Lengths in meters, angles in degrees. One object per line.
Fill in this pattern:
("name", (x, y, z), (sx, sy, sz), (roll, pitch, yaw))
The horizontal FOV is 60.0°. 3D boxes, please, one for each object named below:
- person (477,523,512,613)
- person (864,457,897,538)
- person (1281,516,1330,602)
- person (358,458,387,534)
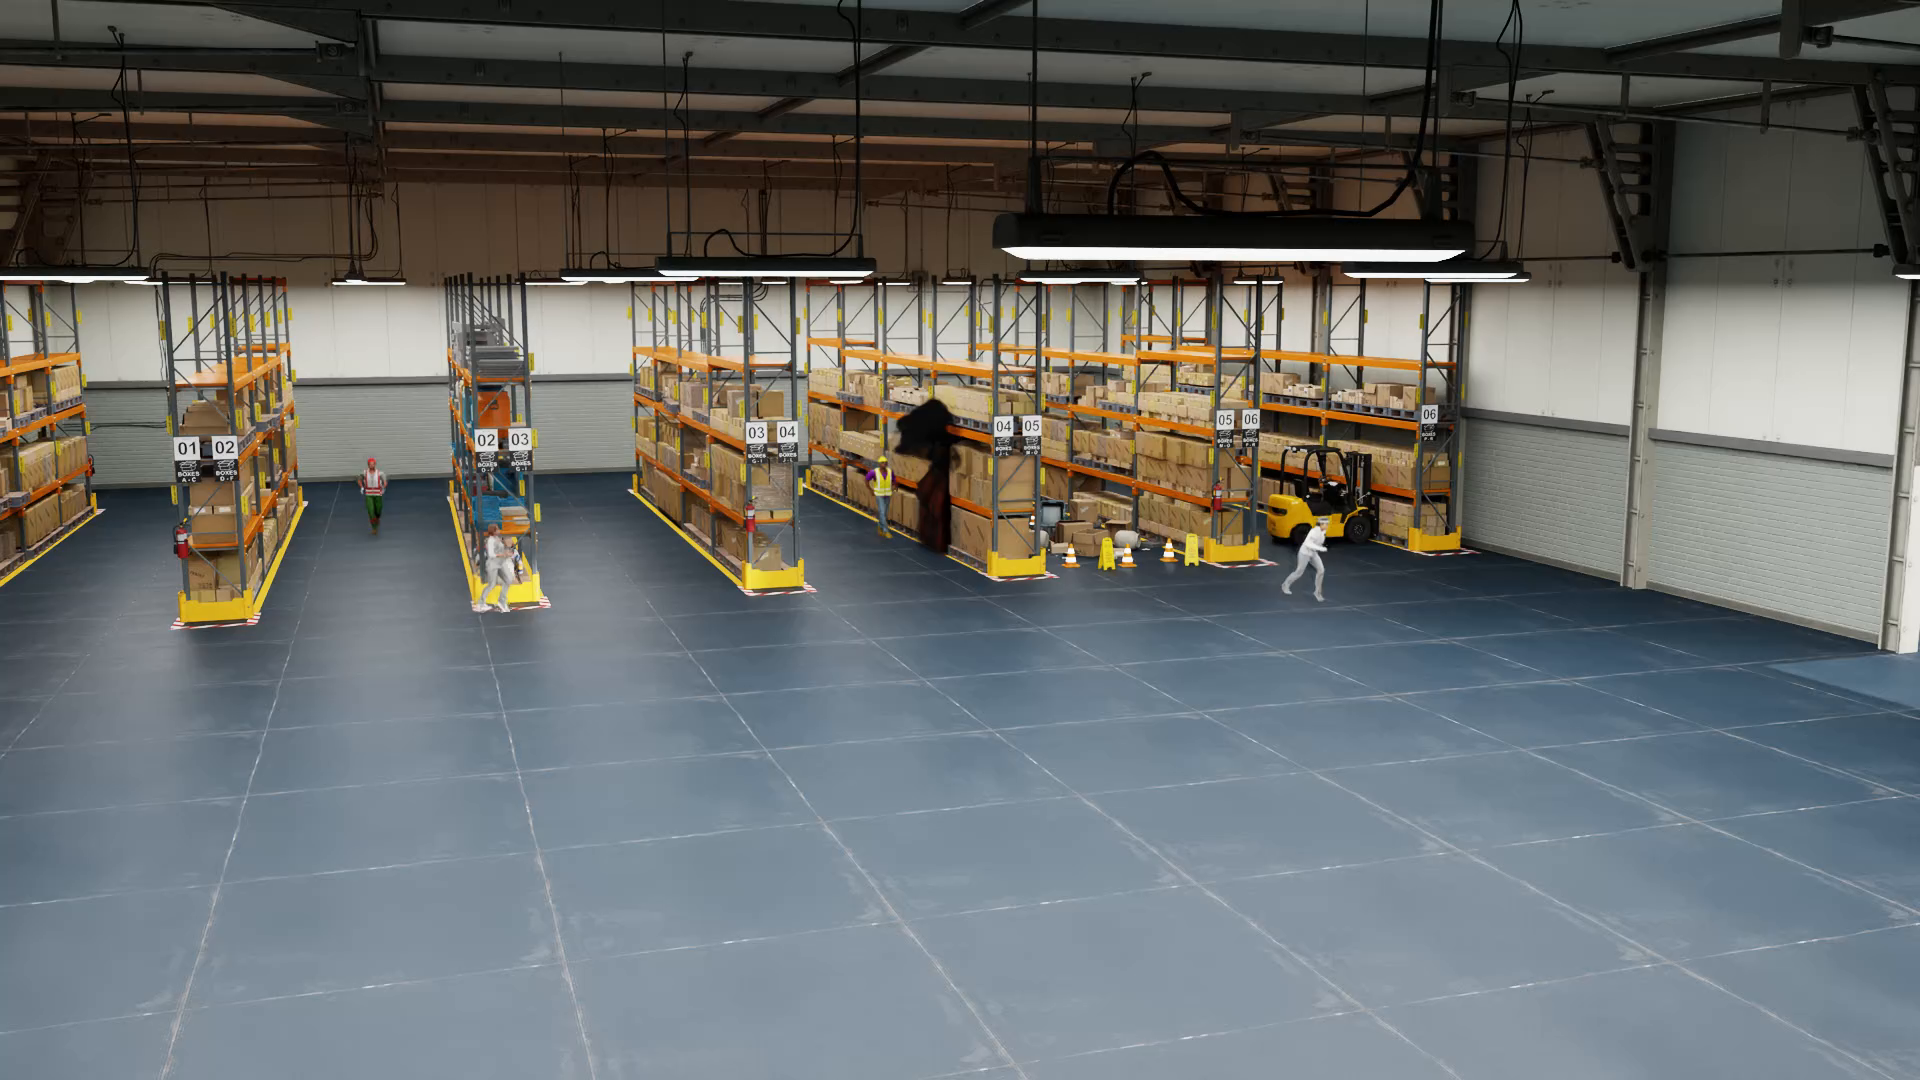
("person", (-8.240, 0.510, 29.462), (0.706, 1.637, 0.513), (1, 9, 6))
("person", (-1.716, -0.946, 36.671), (0.707, 1.806, 0.815), (-4, 9, -25))
("person", (6.417, 0.332, 30.841), (0.956, 1.624, 0.656), (7, 11, 39))
("person", (-13.863, -1.053, 39.270), (0.656, 1.772, 0.845), (-3, 9, -19))
